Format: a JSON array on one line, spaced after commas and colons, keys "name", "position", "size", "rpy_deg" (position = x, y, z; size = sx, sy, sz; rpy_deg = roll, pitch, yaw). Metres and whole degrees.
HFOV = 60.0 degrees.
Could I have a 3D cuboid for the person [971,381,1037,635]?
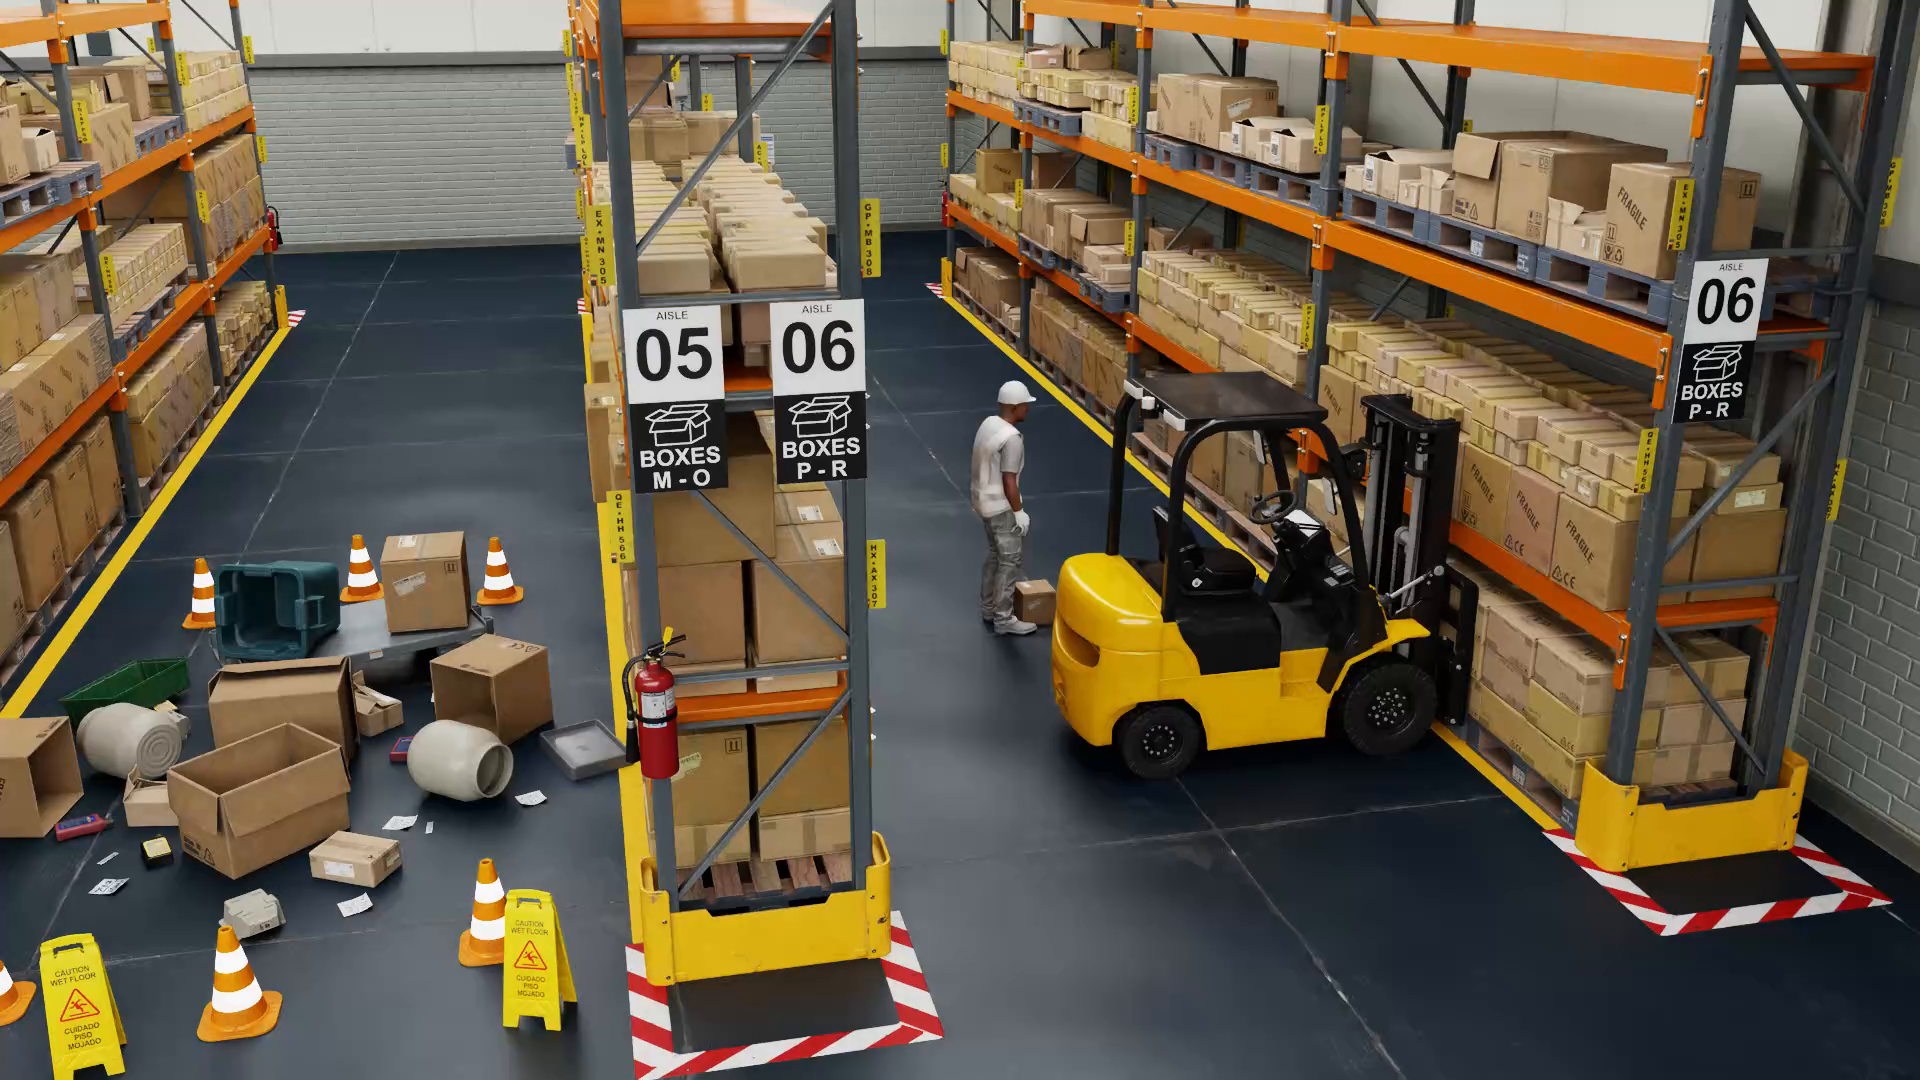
[{"name": "person", "position": [0.317, -0.244, 11.742], "size": [0.449, 1.775, 0.633], "rpy_deg": [-5, 20, -14]}]
